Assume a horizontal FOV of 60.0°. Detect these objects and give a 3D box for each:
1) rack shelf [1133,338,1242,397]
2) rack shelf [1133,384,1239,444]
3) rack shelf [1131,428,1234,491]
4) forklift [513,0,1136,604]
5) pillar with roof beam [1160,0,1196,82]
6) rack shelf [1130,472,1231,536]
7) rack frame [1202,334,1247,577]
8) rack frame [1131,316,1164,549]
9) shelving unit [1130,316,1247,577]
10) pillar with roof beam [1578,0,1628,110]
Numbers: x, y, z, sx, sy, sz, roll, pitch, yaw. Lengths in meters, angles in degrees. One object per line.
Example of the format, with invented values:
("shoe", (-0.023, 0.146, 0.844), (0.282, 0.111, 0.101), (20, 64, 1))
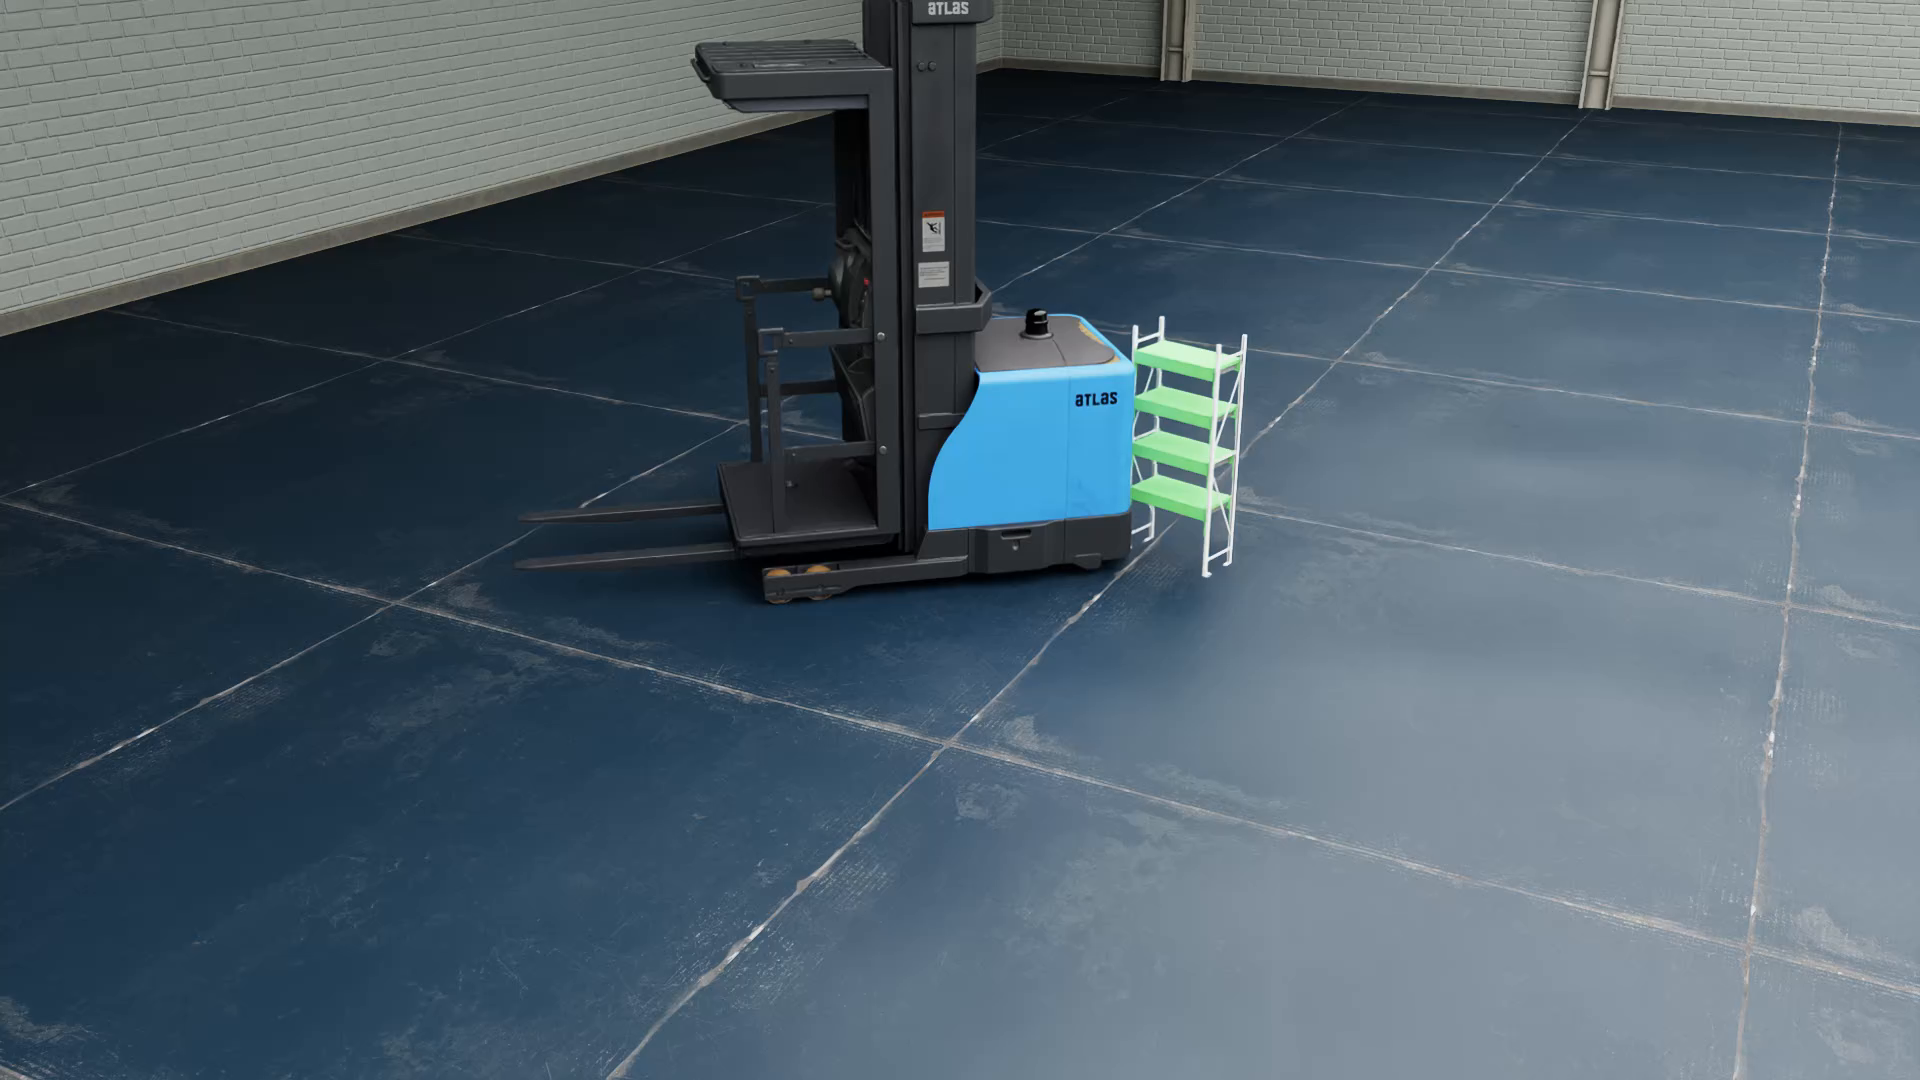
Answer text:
("rack shelf", (1.116, -0.850, 8.152), (0.480, 0.148, 0.258), (20, 30, 38))
("rack shelf", (1.116, -0.629, 8.245), (0.480, 0.148, 0.258), (20, 30, 38))
("rack shelf", (1.116, -0.408, 8.339), (0.480, 0.148, 0.258), (20, 30, 38))
("forklift", (-0.708, -1.266, 7.981), (3.031, 2.935, 1.130), (-5, 24, -12))
("pillar with roof beam", (1.310, -9.562, 19.735), (0.400, 9.000, 9.100), (11, 25, 25))
("rack shelf", (1.116, -0.187, 8.433), (0.480, 0.148, 0.258), (20, 30, 38))
("rack frame", (1.297, -0.403, 8.164), (0.015, 1.200, 0.240), (20, 30, 38))
("rack frame", (0.935, -0.531, 8.465), (0.015, 1.200, 0.240), (20, 30, 38))
("shelving unit", (1.116, -0.467, 8.314), (0.503, 1.200, 0.258), (20, 30, 38))
("pillar with roof beam", (6.664, -8.502, 17.243), (0.400, 9.000, 9.100), (11, 25, 25))
